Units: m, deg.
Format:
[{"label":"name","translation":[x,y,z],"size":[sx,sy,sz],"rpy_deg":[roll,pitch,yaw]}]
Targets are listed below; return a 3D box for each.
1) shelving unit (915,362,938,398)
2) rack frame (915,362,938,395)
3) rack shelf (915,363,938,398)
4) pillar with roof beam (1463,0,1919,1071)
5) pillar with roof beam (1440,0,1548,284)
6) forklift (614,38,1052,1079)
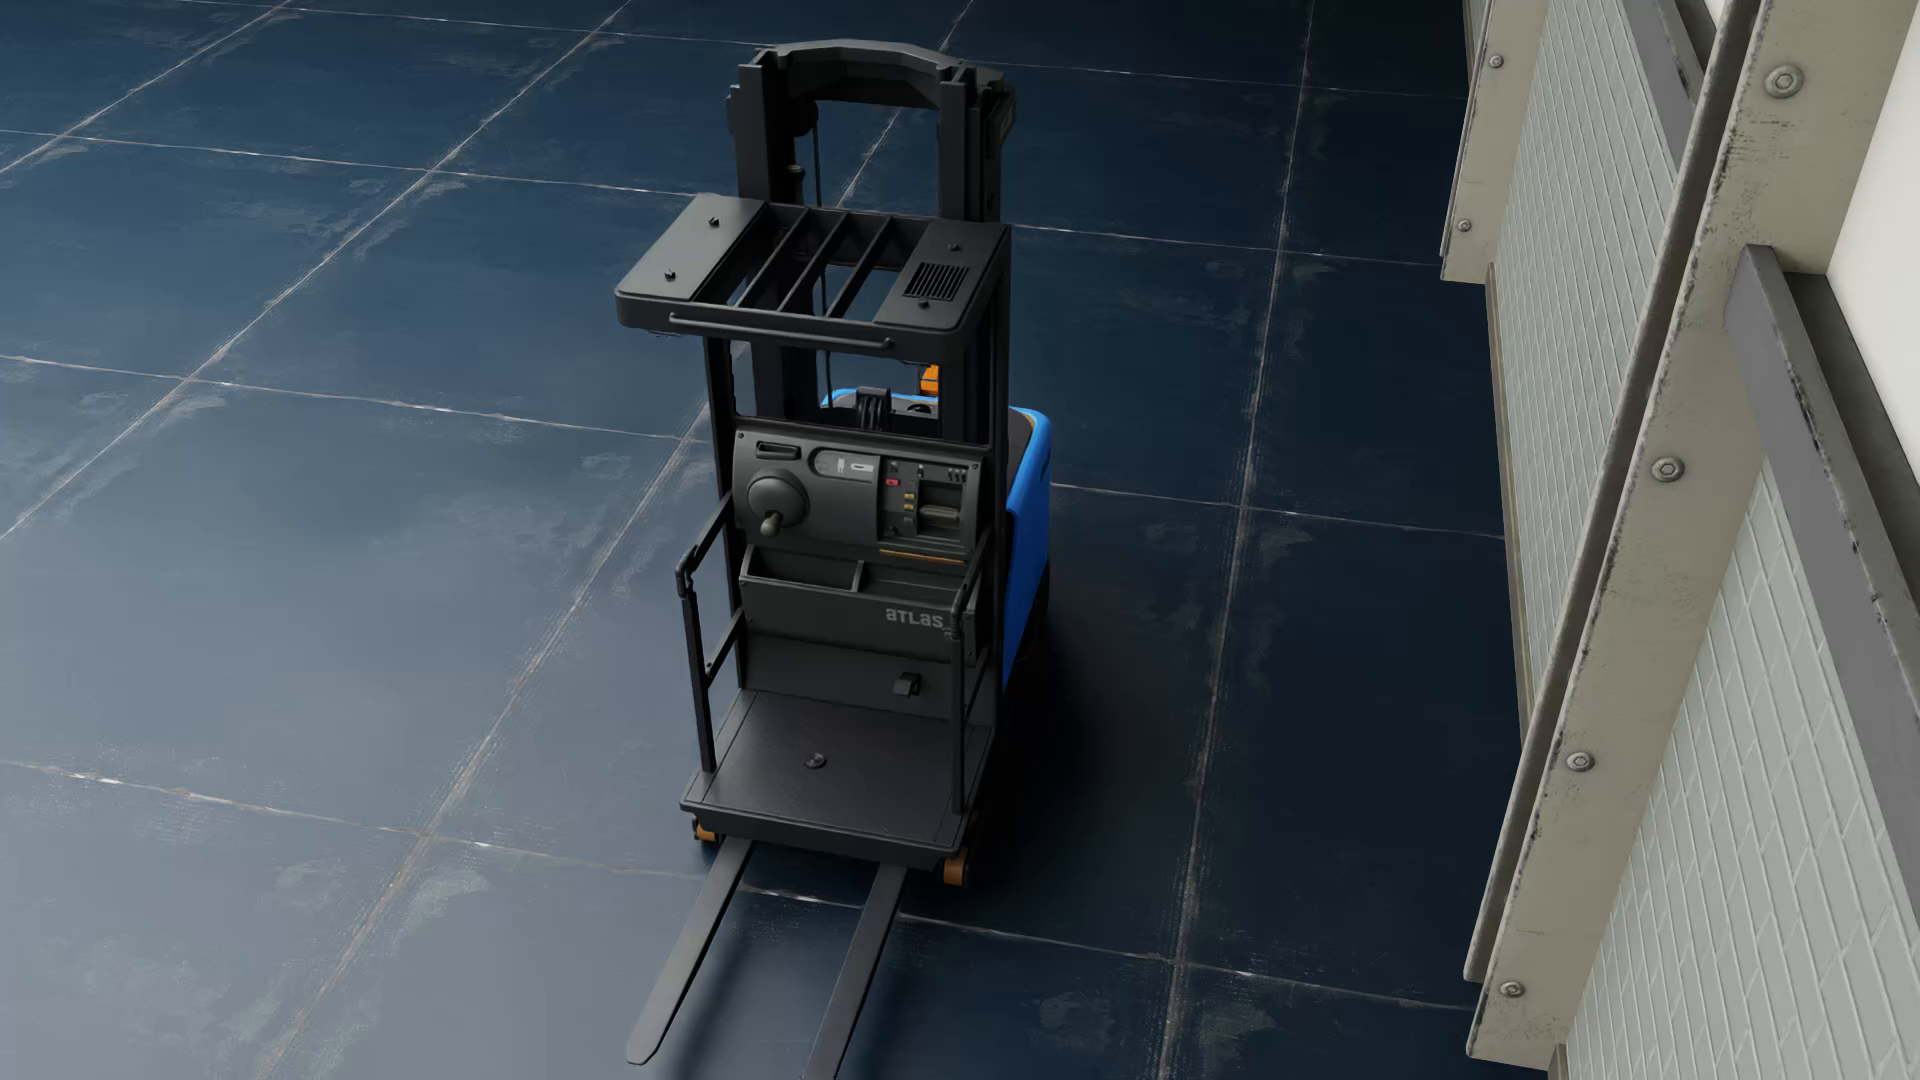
[{"label":"shelving unit","translation":[-0.019,-0.418,7.805],"size":[0.258,1.200,0.503],"rpy_deg":[8,37,11]},{"label":"rack frame","translation":[-0.077,-0.279,7.613],"size":[0.240,1.200,0.015],"rpy_deg":[8,37,11]},{"label":"rack shelf","translation":[-0.019,-0.736,7.574],"size":[0.258,0.148,0.480],"rpy_deg":[8,37,11]},{"label":"pillar with roof beam","translation":[-2.253,-2.484,4.009],"size":[9.100,9.000,0.400],"rpy_deg":[7,37,10]},{"label":"pillar with roof beam","translation":[-0.972,-5.924,8.755],"size":[9.100,9.000,0.400],"rpy_deg":[7,37,10]},{"label":"forklift","translation":[-0.428,-0.102,5.893],"size":[1.130,2.935,3.031],"rpy_deg":[8,37,11]}]
